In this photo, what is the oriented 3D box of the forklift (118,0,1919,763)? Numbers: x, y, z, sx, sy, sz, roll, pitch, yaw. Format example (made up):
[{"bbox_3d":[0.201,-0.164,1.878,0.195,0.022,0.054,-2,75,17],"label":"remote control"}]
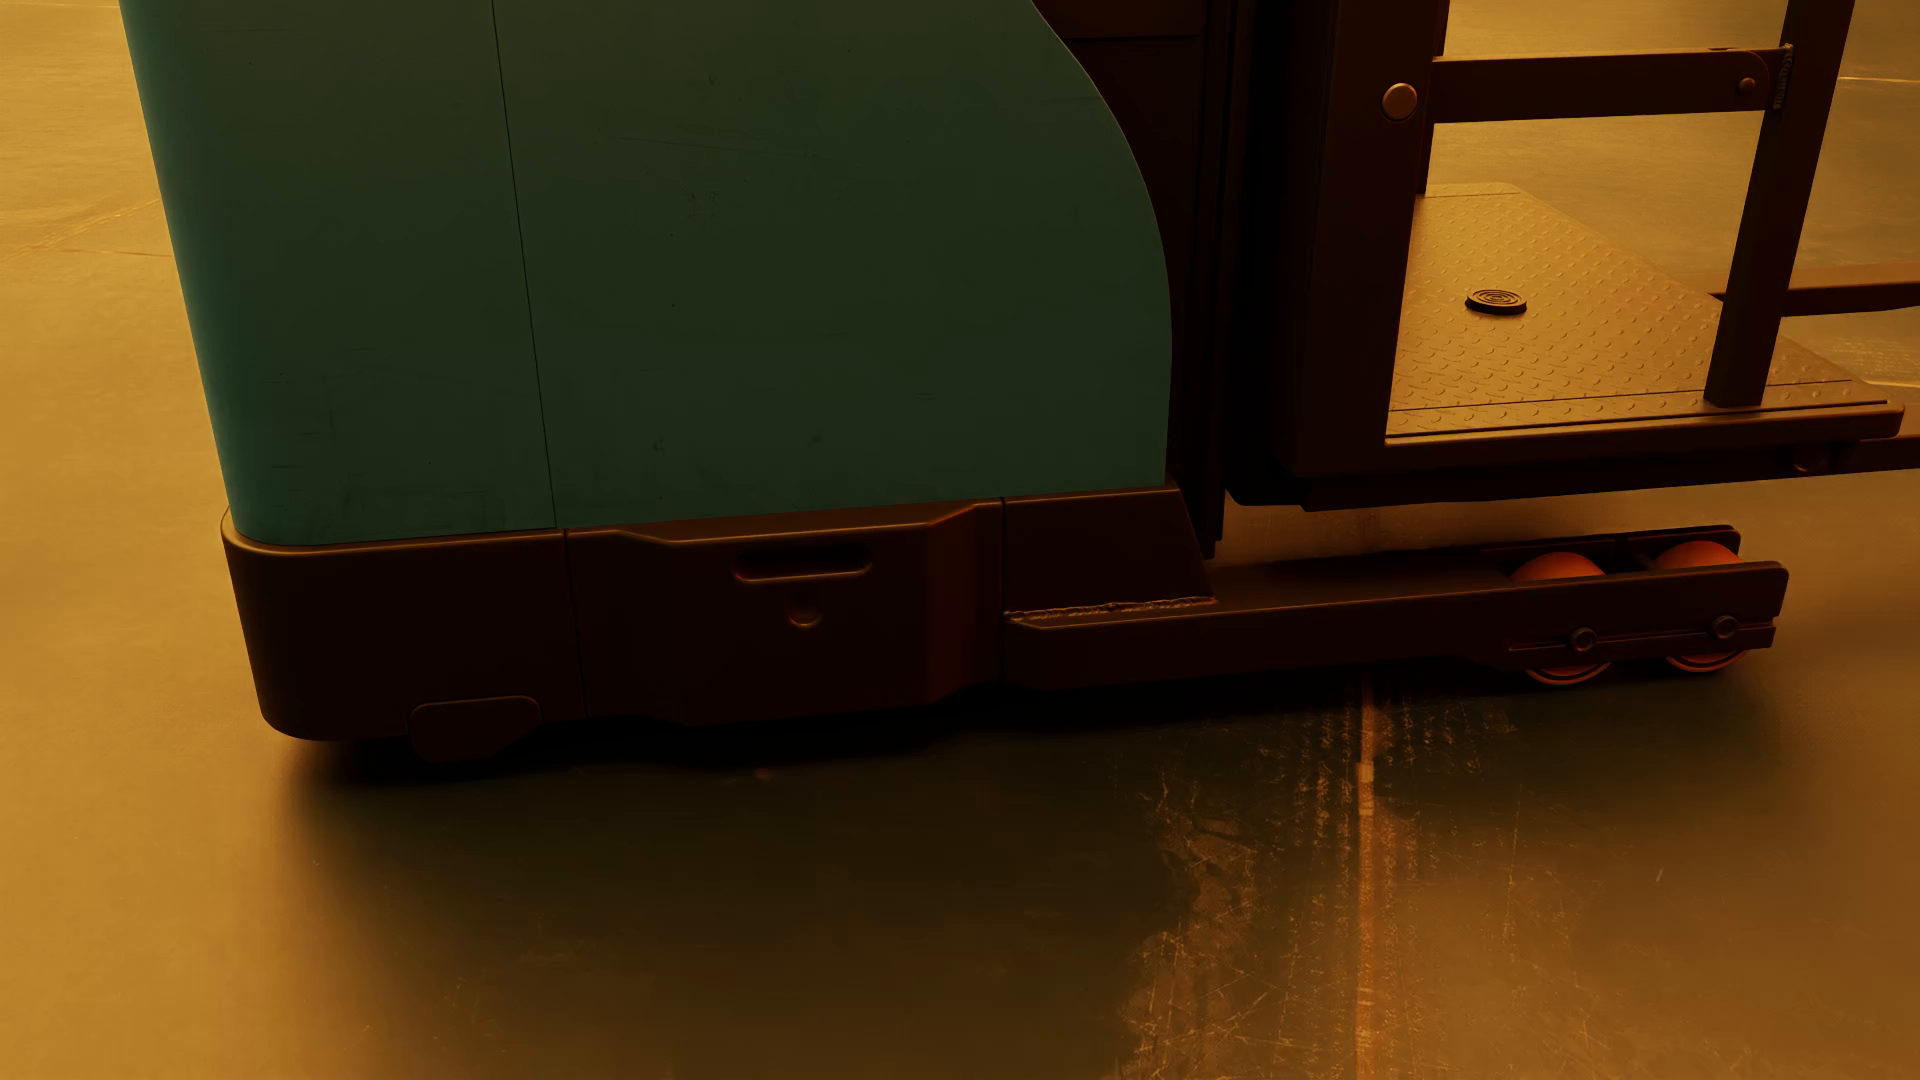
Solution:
[{"bbox_3d":[0.600,-1.354,1.930,3.031,2.935,1.130,-4,27,-9],"label":"forklift"}]
